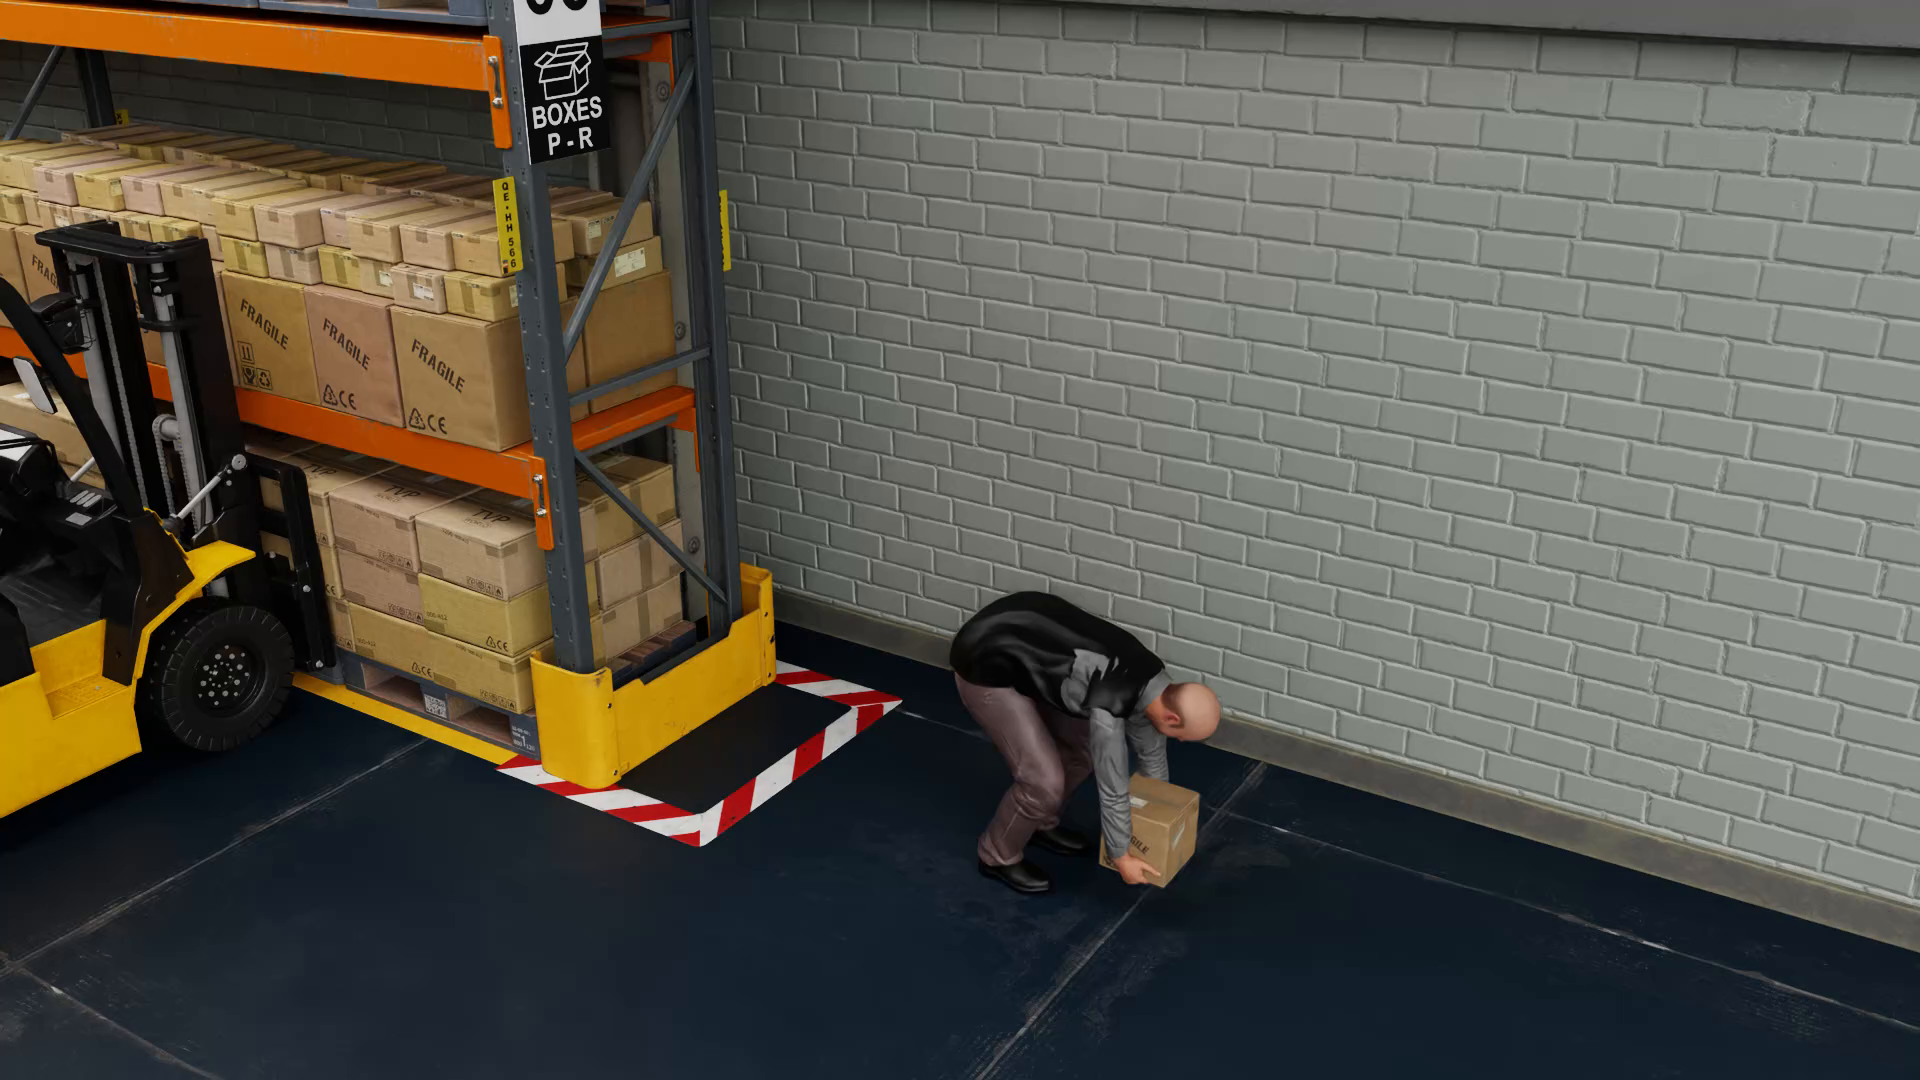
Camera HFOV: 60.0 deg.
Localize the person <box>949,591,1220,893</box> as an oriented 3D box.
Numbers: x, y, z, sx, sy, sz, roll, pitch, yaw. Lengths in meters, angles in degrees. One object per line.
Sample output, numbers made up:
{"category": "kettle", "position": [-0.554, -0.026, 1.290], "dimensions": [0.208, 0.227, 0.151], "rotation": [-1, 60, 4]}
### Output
{"category": "person", "position": [0.432, 0.724, 5.775], "dimensions": [0.955, 1.053, 0.492], "rotation": [12, 26, 27]}
